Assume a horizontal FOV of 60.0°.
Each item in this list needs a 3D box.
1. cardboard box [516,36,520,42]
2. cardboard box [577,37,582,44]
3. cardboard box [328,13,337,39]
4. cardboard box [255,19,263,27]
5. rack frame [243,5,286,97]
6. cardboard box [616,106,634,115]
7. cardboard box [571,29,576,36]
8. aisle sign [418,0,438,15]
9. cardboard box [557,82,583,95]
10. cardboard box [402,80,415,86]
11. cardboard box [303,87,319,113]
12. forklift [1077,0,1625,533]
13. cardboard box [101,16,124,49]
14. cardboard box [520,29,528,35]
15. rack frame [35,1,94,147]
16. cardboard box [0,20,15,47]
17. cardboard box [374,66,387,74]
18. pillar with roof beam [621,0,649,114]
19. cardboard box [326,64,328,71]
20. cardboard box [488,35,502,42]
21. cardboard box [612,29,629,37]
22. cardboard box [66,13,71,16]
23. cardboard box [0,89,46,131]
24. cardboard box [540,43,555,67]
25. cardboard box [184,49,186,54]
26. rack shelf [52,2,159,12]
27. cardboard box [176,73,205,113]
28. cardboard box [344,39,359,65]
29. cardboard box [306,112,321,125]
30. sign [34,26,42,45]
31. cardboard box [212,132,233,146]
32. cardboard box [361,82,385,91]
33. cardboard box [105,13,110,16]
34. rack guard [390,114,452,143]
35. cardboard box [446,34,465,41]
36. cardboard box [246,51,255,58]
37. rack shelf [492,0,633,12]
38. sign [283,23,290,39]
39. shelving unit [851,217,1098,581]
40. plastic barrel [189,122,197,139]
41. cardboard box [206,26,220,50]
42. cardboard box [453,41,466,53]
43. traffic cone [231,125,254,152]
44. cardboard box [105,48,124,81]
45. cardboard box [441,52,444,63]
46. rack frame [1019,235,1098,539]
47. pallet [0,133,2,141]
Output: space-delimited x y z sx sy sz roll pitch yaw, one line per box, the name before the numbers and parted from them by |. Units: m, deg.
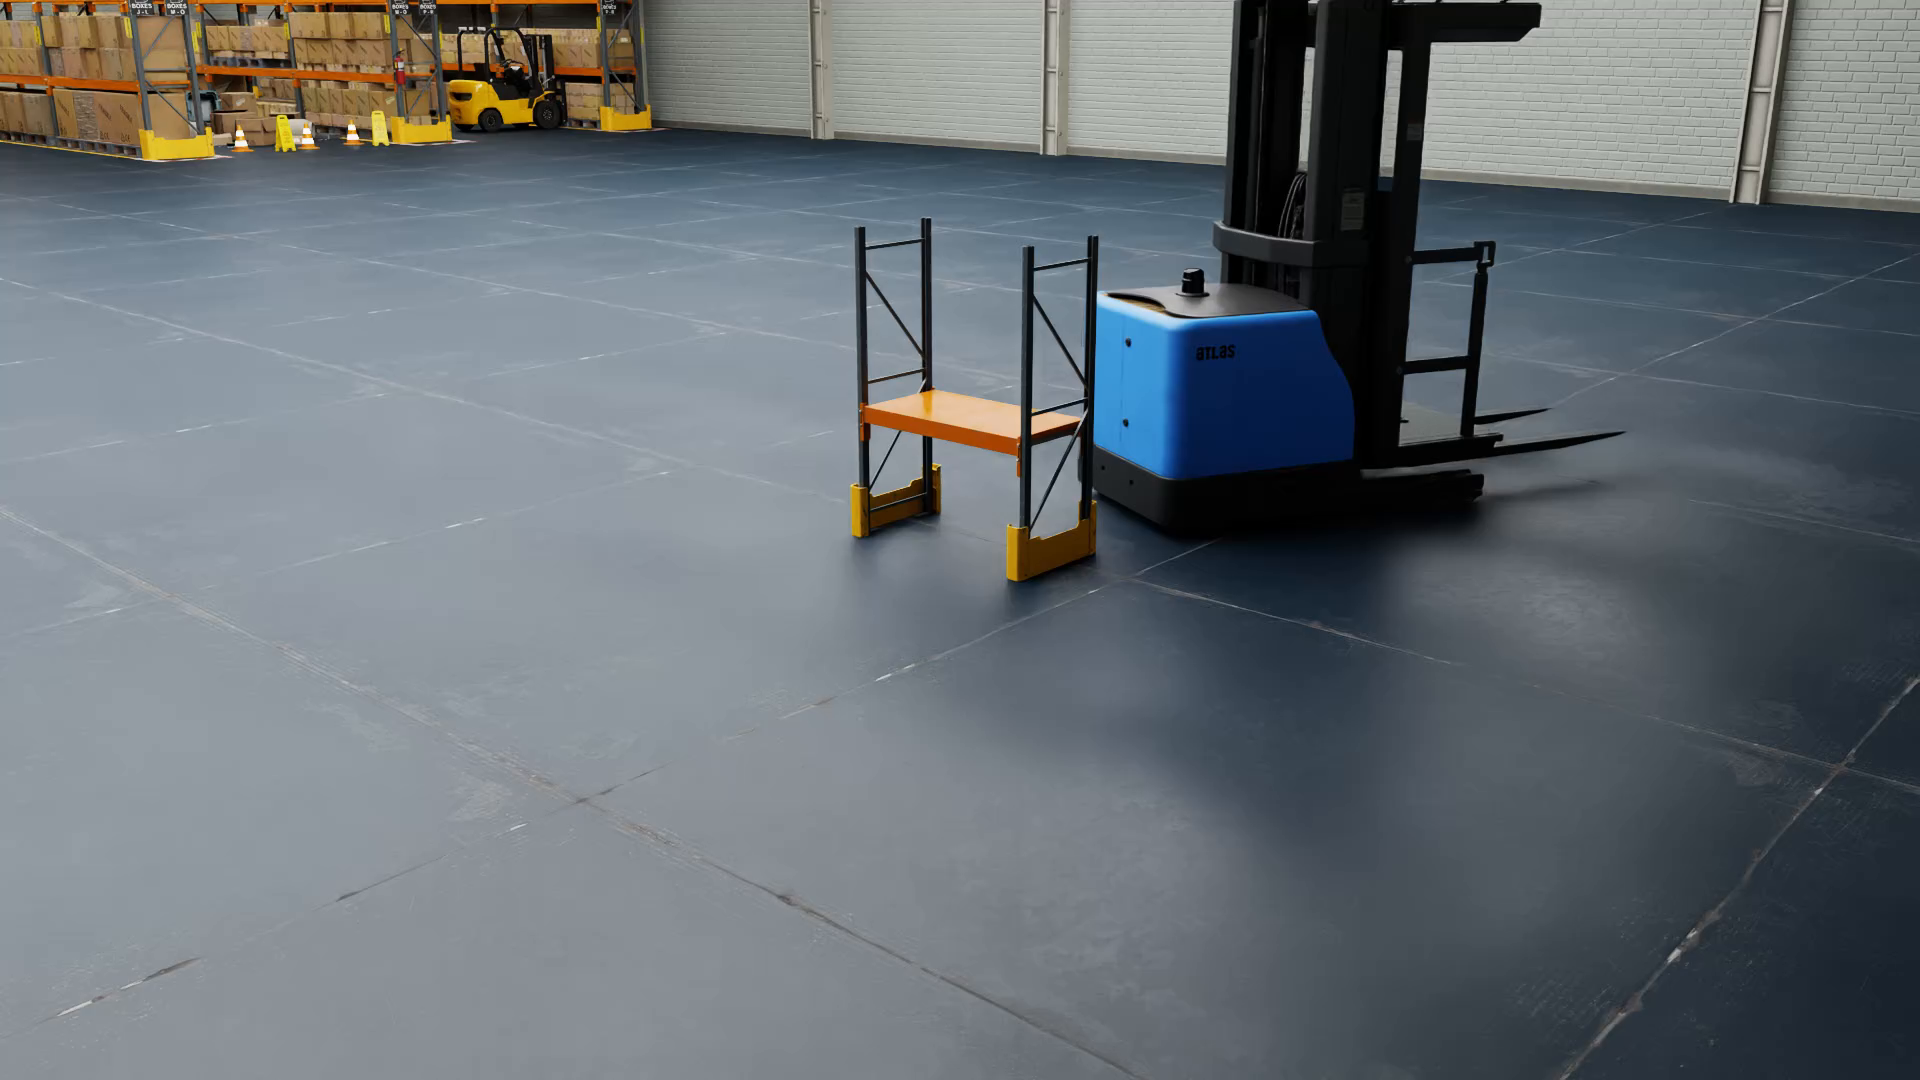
cardboard box | -9.877 -11.419 37.895 0.250 0.149 0.380 15 23 39
cardboard box | -8.166 -10.953 36.429 0.250 0.149 0.380 16 23 40
cardboard box | -12.280 -10.389 33.579 0.500 0.500 0.700 15 23 39
cardboard box | -14.880 -11.085 35.657 0.250 0.149 0.380 14 22 37
rack frame | -19.324 -13.692 46.297 0.127 3.000 1.000 15 23 39
cardboard box | -7.594 -9.512 36.977 0.500 0.250 0.500 15 23 39
cardboard box | -8.320 -11.158 36.583 0.250 0.149 0.380 15 23 40
aisle sign | -10.396 -10.653 32.422 0.004 0.787 0.394 15 23 39
cardboard box | -8.678 -10.068 37.076 0.500 0.250 0.500 15 23 40
cardboard box | -13.878 -11.446 41.584 0.250 0.149 0.380 14 22 37
cardboard box | -13.378 -9.227 34.837 0.500 0.500 0.500 16 24 42
forklift | 2.192 -1.703 8.632 3.031 2.935 1.130 -7 19 -22
cardboard box | -14.583 -8.975 29.399 0.550 0.550 0.875 15 23 39
cardboard box | -9.730 -11.494 37.642 0.250 0.149 0.380 16 23 40
rack frame | -16.850 -9.019 31.571 0.127 3.000 1.000 15 23 39
cardboard box | -18.749 -10.050 33.002 0.500 0.500 0.700 15 23 38
cardboard box | -11.333 -9.289 32.837 0.250 0.149 0.380 15 23 39
pillar with roof beam | -10.137 -12.709 33.281 0.400 9.000 9.100 15 23 39
cardboard box | -12.793 -9.714 34.177 0.250 0.149 0.380 15 23 39
cardboard box | -10.751 -11.658 38.650 0.250 0.149 0.380 16 24 41
cardboard box | -7.466 -11.094 36.381 0.250 0.149 0.380 14 23 38
cardboard box | -22.172 -13.153 41.708 0.250 0.149 0.380 16 24 41
cardboard box | -18.790 -8.633 33.379 0.750 0.750 1.050 15 23 40
cardboard box | -9.048 -10.874 37.253 0.500 0.500 0.500 15 23 40
cardboard box | -17.549 -11.271 38.089 0.500 0.250 0.500 14 23 38
rack shelf | -21.120 -13.254 41.146 4.000 0.370 1.077 15 23 39
cardboard box | -17.758 -10.487 39.016 0.875 0.875 0.875 15 23 40
cardboard box | -11.981 -9.795 33.359 0.500 0.500 0.500 15 23 39
cardboard box | -13.378 -8.869 34.951 0.500 0.250 0.500 14 22 37
sign | -17.203 -9.408 31.015 0.005 0.325 0.100 15 23 39
cardboard box | -14.342 -7.787 32.210 0.396 0.266 0.258 -13 22 -36
cardboard box | -11.740 -9.073 33.280 0.250 0.149 0.380 16 24 41
cardboard box | -20.572 -12.765 40.485 0.250 0.149 0.380 15 23 39
rack guard | -10.705 -8.180 33.060 0.348 0.500 1.175 15 23 39
cardboard box | -12.066 -12.025 39.806 0.250 0.149 0.380 15 23 39
cardboard box | -15.336 -10.600 36.274 0.250 0.149 0.380 16 24 41
rack shelf | -8.853 -11.968 37.095 4.000 0.370 1.077 15 23 39
sign | -14.006 -10.585 34.591 0.005 0.325 0.100 15 23 39
shelving unit | 0.057 -0.700 7.837 1.083 1.500 0.587 15 23 39
plastic barrel | -14.984 -7.910 32.337 0.512 0.421 0.421 -3 18 -8
cardboard box | -16.449 -11.209 37.121 0.500 0.500 0.500 14 22 38
cardboard box | -11.653 -11.696 39.429 0.500 0.250 0.500 16 23 40
traffic cone | -13.313 -7.435 30.773 0.334 0.463 0.336 15 23 39
cardboard box | -14.592 -8.457 29.553 0.550 0.550 0.875 15 23 39
cardboard box | -12.408 -11.666 40.161 0.500 0.250 0.500 14 22 38
rack frame | 0.444 -0.596 7.509 0.032 1.500 0.500 15 23 39
pallet | -19.303 -8.318 33.971 1.213 0.211 1.003 15 23 39
